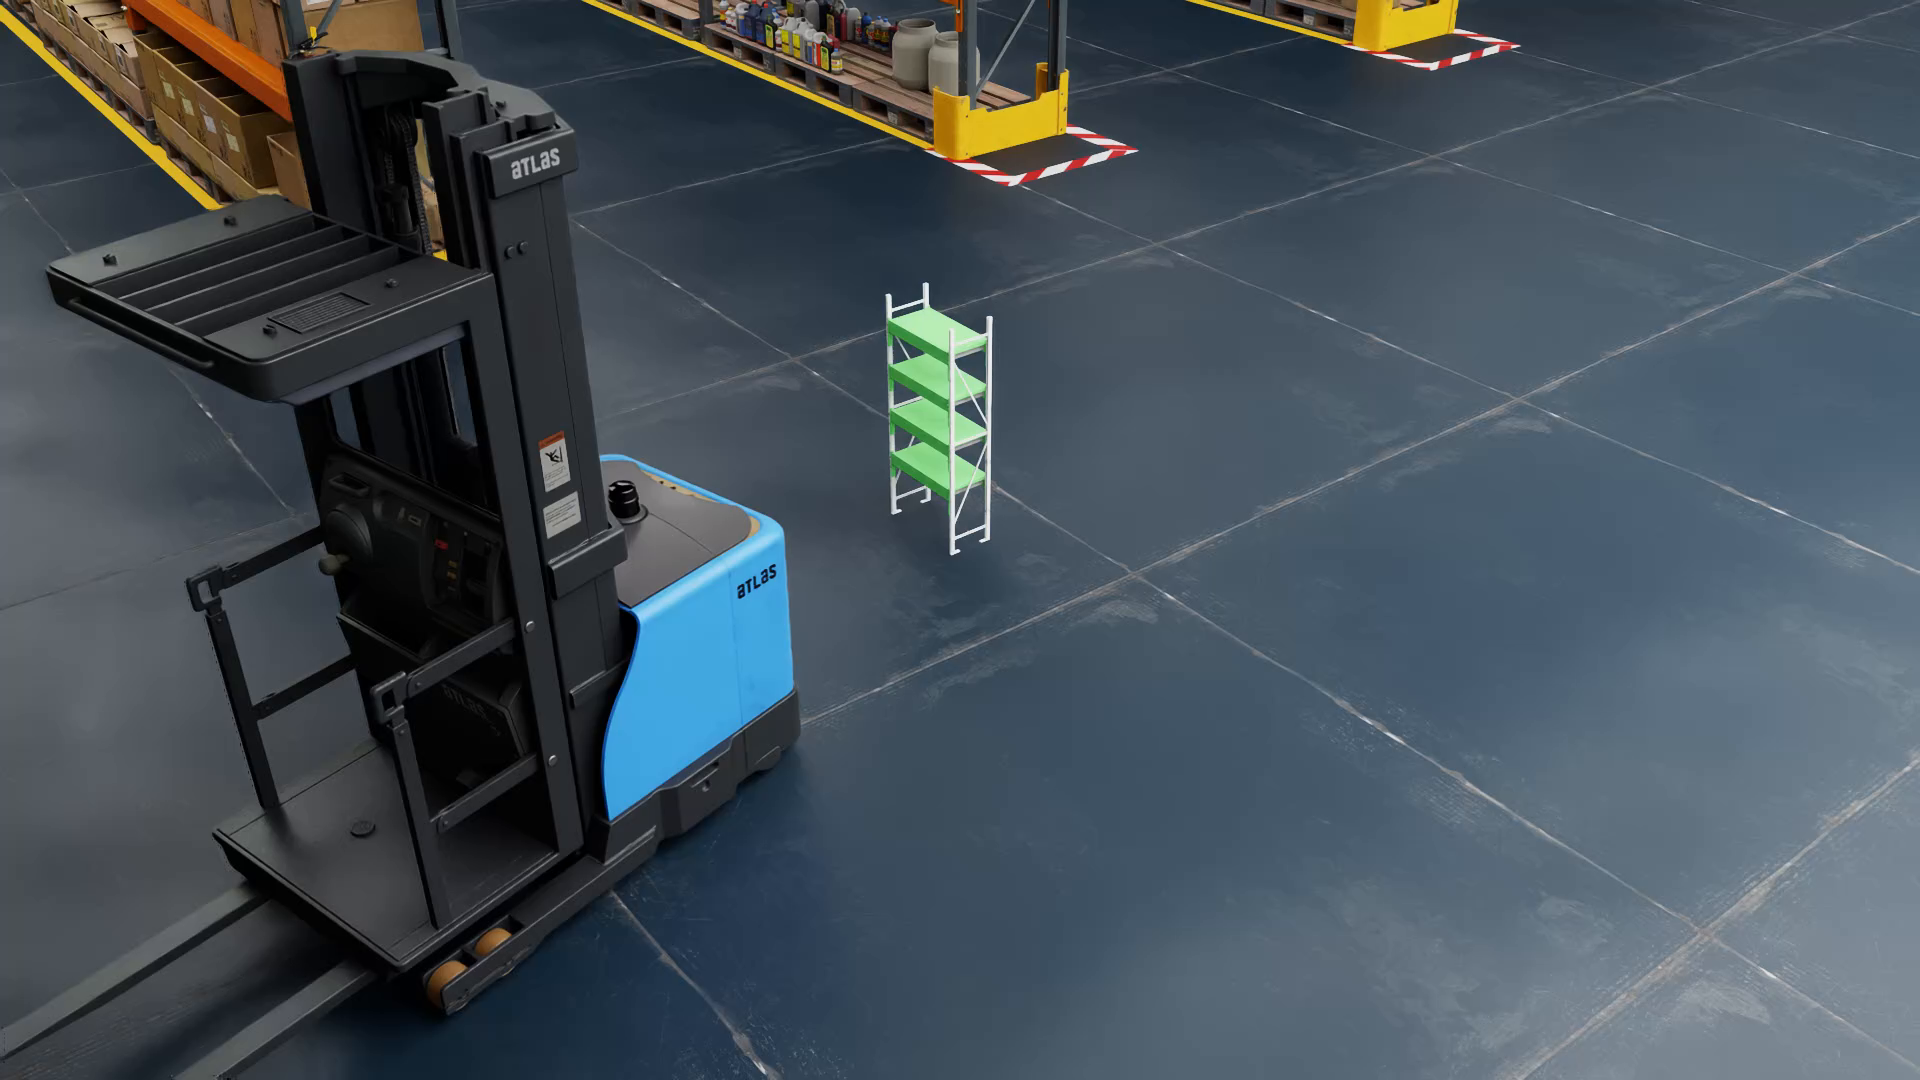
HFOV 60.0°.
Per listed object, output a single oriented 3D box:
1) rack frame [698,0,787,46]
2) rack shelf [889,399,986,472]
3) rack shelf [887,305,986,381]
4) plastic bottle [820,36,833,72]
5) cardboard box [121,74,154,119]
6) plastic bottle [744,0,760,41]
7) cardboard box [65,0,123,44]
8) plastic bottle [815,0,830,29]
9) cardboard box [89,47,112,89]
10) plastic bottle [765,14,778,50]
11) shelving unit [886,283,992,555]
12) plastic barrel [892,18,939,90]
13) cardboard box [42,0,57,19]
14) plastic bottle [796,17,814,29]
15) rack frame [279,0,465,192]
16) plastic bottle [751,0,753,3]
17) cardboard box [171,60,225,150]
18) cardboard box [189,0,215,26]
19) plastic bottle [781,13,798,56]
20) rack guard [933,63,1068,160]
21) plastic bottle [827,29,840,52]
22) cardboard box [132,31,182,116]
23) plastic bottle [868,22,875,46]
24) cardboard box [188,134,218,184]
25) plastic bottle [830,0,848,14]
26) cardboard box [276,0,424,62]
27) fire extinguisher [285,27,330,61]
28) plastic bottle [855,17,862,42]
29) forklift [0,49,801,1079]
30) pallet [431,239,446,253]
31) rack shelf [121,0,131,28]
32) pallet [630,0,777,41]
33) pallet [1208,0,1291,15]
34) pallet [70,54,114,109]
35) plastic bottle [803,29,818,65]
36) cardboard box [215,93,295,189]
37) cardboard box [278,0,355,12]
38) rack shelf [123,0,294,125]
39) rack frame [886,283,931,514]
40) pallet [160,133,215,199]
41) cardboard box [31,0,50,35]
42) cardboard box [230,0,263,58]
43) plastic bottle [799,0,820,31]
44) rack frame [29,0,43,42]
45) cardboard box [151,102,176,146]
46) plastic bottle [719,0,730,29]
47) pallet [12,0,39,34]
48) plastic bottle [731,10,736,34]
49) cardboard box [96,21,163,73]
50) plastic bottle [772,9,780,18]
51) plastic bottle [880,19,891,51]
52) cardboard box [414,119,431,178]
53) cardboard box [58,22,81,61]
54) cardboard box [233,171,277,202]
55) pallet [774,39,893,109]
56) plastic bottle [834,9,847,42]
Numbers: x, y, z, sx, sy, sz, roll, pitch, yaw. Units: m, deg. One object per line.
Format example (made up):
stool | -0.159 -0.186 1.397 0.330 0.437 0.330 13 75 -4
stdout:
rack frame | -2.037 -6.150 15.309 1.000 3.000 0.127 -22 38 -31
rack shelf | -0.101 -0.524 8.078 0.258 0.148 0.480 -22 38 -31
rack shelf | -0.101 -0.932 7.825 0.258 0.148 0.480 -22 38 -31
plastic bottle | -1.143 -4.182 14.298 0.061 0.283 0.133 -21 38 -30
cardboard box | -6.436 -3.638 13.473 0.500 0.250 0.500 -23 38 -32
plastic bottle | -1.870 -4.741 15.134 0.144 0.351 0.185 -21 38 -30
cardboard box | -7.361 -4.508 14.341 0.500 0.311 0.500 -23 38 -32
plastic bottle | -1.297 -4.956 15.481 0.144 0.351 0.185 -24 39 -34
cardboard box | -7.058 -4.063 14.157 0.500 0.250 0.500 -21 38 -30
plastic bottle | -1.686 -4.551 14.893 0.061 0.283 0.133 -20 37 -29
shelving unit | -0.101 -0.579 8.045 0.258 1.200 0.503 -22 38 -31
plastic barrel | -0.356 -4.063 13.909 0.421 0.512 0.421 0 32 0
cardboard box | -7.987 -4.935 15.029 0.500 0.311 0.500 -23 39 -33
plastic bottle | -1.392 -4.512 14.836 0.152 0.276 0.135 -22 38 -31
rack frame | -3.499 -2.882 10.047 1.000 3.000 0.127 -22 38 -31
plastic bottle | -1.885 -4.817 15.321 0.061 0.283 0.133 -22 38 -31
cardboard box | -5.302 -3.167 12.003 0.500 0.500 0.500 -22 38 -31
cardboard box | -5.042 -3.980 11.721 0.700 0.500 0.500 -22 38 -31
plastic bottle | -1.494 -4.485 14.722 0.144 0.351 0.185 -23 38 -32
rack guard | 0.332 -3.438 13.311 1.175 0.500 0.348 -22 38 -31
plastic bottle | -1.106 -4.288 14.469 0.061 0.283 0.133 -22 38 -31
cardboard box | -5.915 -3.583 12.674 0.500 0.500 0.500 -22 38 -31
plastic bottle | -0.782 -4.563 14.990 0.097 0.201 0.097 0 32 0
cardboard box | -5.302 -2.848 12.200 0.500 0.250 0.500 -22 38 -31
plastic bottle | -1.099 -4.822 15.264 0.144 0.351 0.185 -23 38 -32
cardboard box | -3.776 -3.123 10.341 0.700 0.500 0.500 -22 38 -31
fire extinguisher | -3.794 -2.649 9.746 0.296 0.674 0.183 -22 38 -31
plastic bottle | -0.908 -4.649 15.128 0.097 0.201 0.097 0 32 0
forklift | -1.950 0.064 5.370 1.130 2.935 3.031 22 38 31
pallet | -4.002 -2.003 11.274 1.003 0.211 1.213 -22 38 -31
rack shelf | -7.179 -5.077 14.263 1.077 0.370 4.000 -22 38 -31
pallet | -2.550 -5.280 16.551 1.003 0.211 1.213 -22 38 -31
pallet | 3.067 -5.791 17.373 1.003 0.211 1.213 -22 38 -31
pallet | -7.187 -4.168 14.760 1.003 0.211 1.213 -22 38 -31
plastic bottle | -1.275 -4.308 14.508 0.152 0.276 0.135 -23 39 -33
cardboard box | -4.688 -2.750 11.332 0.500 0.500 0.500 -22 38 -31
cardboard box | -3.884 -3.298 10.007 0.380 0.149 0.250 -23 39 -32
rack shelf | -4.726 -3.410 11.579 1.077 0.370 4.000 -22 38 -31
rack frame | -0.251 -0.680 8.208 0.240 1.200 0.015 -22 38 -31
pallet | -5.498 -3.019 12.911 1.003 0.211 1.213 -22 38 -31
cardboard box | -8.316 -4.913 15.526 0.500 0.250 0.500 -22 38 -32
cardboard box | -4.401 -3.549 11.027 0.700 0.500 0.500 -22 38 -31
plastic bottle | -1.399 -4.866 15.407 0.152 0.276 0.135 -22 38 -31
rack frame | -8.405 -6.216 15.415 1.000 3.000 0.127 -22 38 -31
cardboard box | -5.907 -3.268 12.877 0.500 0.250 0.500 -22 38 -31
plastic bottle | -2.188 -4.903 15.471 0.097 0.271 0.097 0 32 0
pallet | -8.833 -5.355 16.672 1.003 0.211 1.213 -22 38 -31
plastic bottle | -2.063 -4.789 15.353 0.097 0.201 0.097 0 32 0
cardboard box | -6.751 -4.088 13.666 0.500 0.311 0.500 -21 38 -30
plastic bottle | -1.686 -4.686 15.121 0.097 0.271 0.097 0 32 0
plastic bottle | -0.660 -4.510 14.838 0.097 0.271 0.097 0 32 0
cardboard box | -3.961 -2.714 11.274 0.500 0.500 0.500 -22 38 -31
cardboard box | -7.684 -4.489 14.843 0.500 0.250 0.500 -23 39 -33
cardboard box | -4.686 -2.432 11.532 0.500 0.250 0.500 -22 38 -31
pallet | -0.906 -4.163 14.753 1.003 0.211 1.213 -22 38 -31
plastic bottle | -1.086 -4.690 15.115 0.061 0.283 0.133 -22 38 -31
